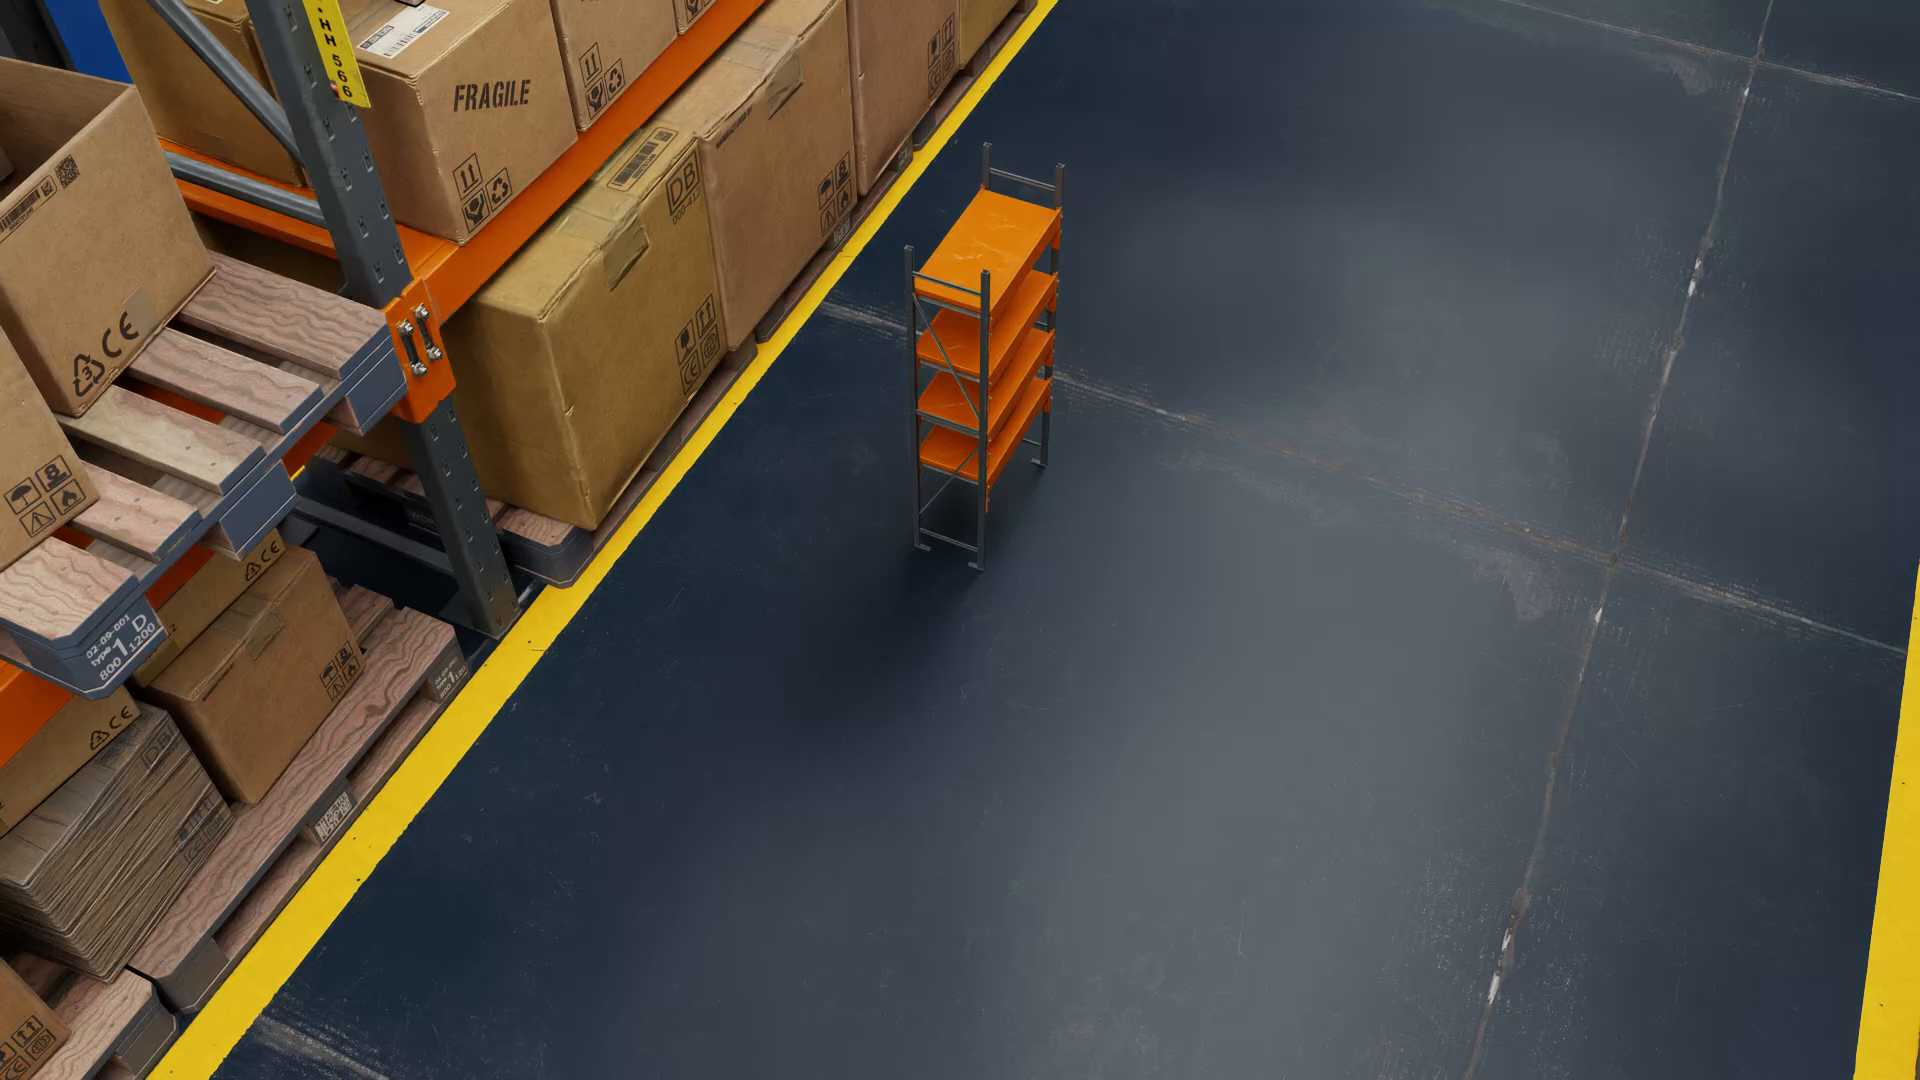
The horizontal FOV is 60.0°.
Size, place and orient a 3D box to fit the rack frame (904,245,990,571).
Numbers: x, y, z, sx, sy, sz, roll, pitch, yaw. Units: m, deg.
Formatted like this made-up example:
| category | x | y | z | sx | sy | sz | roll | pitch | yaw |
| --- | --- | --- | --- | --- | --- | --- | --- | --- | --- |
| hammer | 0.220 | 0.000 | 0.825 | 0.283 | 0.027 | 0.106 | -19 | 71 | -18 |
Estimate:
| category | x | y | z | sx | sy | sz | roll | pitch | yaw |
| --- | --- | --- | --- | --- | --- | --- | --- | --- | --- |
| rack frame | -0.034 | -0.335 | 4.747 | 0.240 | 1.200 | 0.015 | 20 | 52 | 16 |

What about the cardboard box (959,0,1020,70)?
| category | x | y | z | sx | sy | sz | roll | pitch | yaw |
| --- | --- | --- | --- | --- | --- | --- | --- | --- | --- |
| cardboard box | -0.354 | -2.625 | 6.633 | 1.225 | 0.875 | 0.875 | 20 | 52 | 16 |

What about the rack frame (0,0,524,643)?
| category | x | y | z | sx | sy | sz | roll | pitch | yaw |
| --- | --- | --- | --- | --- | --- | --- | --- | --- | --- |
| rack frame | -1.807 | -0.870 | 4.021 | 1.000 | 3.000 | 0.127 | 20 | 52 | 16 |

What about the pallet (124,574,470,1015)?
| category | x | y | z | sx | sy | sz | roll | pitch | yaw |
| --- | --- | --- | --- | --- | --- | --- | --- | --- | --- |
| pallet | -2.142 | 0.571 | 4.625 | 1.003 | 0.211 | 1.213 | 20 | 52 | 16 |

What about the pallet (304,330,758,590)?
| category | x | y | z | sx | sy | sz | roll | pitch | yaw |
| --- | --- | --- | --- | --- | --- | --- | --- | --- | --- |
| pallet | -1.402 | -0.485 | 5.524 | 1.003 | 0.211 | 1.213 | 20 | 52 | 16 |

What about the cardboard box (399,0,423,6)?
| category | x | y | z | sx | sy | sz | roll | pitch | yaw |
| --- | --- | --- | --- | --- | --- | --- | --- | --- | --- |
| cardboard box | -1.480 | -1.726 | 4.025 | 0.797 | 0.503 | 0.637 | 21 | 53 | 17 |

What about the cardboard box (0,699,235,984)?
| category | x | y | z | sx | sy | sz | roll | pitch | yaw |
| --- | --- | --- | --- | --- | --- | --- | --- | --- | --- |
| cardboard box | -2.301 | 0.651 | 4.079 | 0.700 | 0.500 | 0.500 | 16 | 51 | 13 |

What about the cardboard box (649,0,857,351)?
| category | x | y | z | sx | sy | sz | roll | pitch | yaw |
| --- | --- | --- | --- | --- | --- | --- | --- | --- | --- |
| cardboard box | -1.106 | -1.397 | 5.589 | 1.225 | 0.875 | 0.875 | 20 | 52 | 16 |

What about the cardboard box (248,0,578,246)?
| category | x | y | z | sx | sy | sz | roll | pitch | yaw |
| --- | --- | --- | --- | --- | --- | --- | --- | --- | --- |
| cardboard box | -1.354 | -1.149 | 4.192 | 0.500 | 0.500 | 0.500 | 21 | 53 | 17 |

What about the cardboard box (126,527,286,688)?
| category | x | y | z | sx | sy | sz | roll | pitch | yaw |
| --- | --- | --- | --- | --- | --- | --- | --- | --- | --- |
| cardboard box | -2.066 | 0.026 | 4.119 | 0.500 | 0.250 | 0.500 | 22 | 53 | 18 |

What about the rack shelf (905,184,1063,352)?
| category | x | y | z | sx | sy | sz | roll | pitch | yaw |
| --- | --- | --- | --- | --- | --- | --- | --- | --- | --- |
| rack shelf | 0.071 | -0.757 | 4.591 | 0.258 | 0.148 | 0.480 | 20 | 52 | 16 |

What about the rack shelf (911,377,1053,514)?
| category | x | y | z | sx | sy | sz | roll | pitch | yaw |
| --- | --- | --- | --- | --- | --- | --- | --- | --- | --- |
| rack shelf | 0.071 | -0.331 | 5.092 | 0.258 | 0.148 | 0.480 | 20 | 52 | 16 |

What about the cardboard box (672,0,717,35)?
| category | x | y | z | sx | sy | sz | roll | pitch | yaw |
| --- | --- | --- | --- | --- | --- | --- | --- | --- | --- |
| cardboard box | -0.920 | -1.858 | 4.796 | 0.500 | 0.500 | 0.500 | 19 | 52 | 15 |

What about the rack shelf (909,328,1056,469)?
| category | x | y | z | sx | sy | sz | roll | pitch | yaw |
| --- | --- | --- | --- | --- | --- | --- | --- | --- | --- |
| rack shelf | 0.071 | -0.459 | 4.941 | 0.258 | 0.148 | 0.480 | 20 | 52 | 16 |

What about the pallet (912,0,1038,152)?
| category | x | y | z | sx | sy | sz | roll | pitch | yaw |
| --- | --- | --- | --- | --- | --- | --- | --- | --- | --- |
| pallet | -0.360 | -2.165 | 6.954 | 1.003 | 0.211 | 1.213 | 20 | 52 | 16 |

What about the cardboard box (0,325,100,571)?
| category | x | y | z | sx | sy | sz | roll | pitch | yaw |
| --- | --- | --- | --- | --- | --- | --- | --- | --- | --- |
| cardboard box | -2.150 | -0.237 | 3.141 | 0.700 | 0.500 | 0.500 | 27 | 55 | 21 |

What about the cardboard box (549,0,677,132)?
| category | x | y | z | sx | sy | sz | roll | pitch | yaw |
| --- | --- | --- | --- | --- | --- | --- | --- | --- | --- |
| cardboard box | -1.135 | -1.505 | 4.495 | 0.500 | 0.500 | 0.500 | 19 | 52 | 15 |

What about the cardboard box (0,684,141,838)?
| category | x | y | z | sx | sy | sz | roll | pitch | yaw |
| --- | --- | --- | --- | --- | --- | --- | --- | --- | --- |
| cardboard box | -2.284 | 0.394 | 3.805 | 0.500 | 0.250 | 0.500 | 25 | 54 | 20 |

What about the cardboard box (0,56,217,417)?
| category | x | y | z | sx | sy | sz | roll | pitch | yaw |
| --- | --- | --- | --- | --- | --- | --- | --- | --- | --- |
| cardboard box | -2.002 | -0.654 | 3.495 | 0.500 | 0.500 | 0.500 | 14 | 51 | 12 |

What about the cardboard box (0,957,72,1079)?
| category | x | y | z | sx | sy | sz | roll | pitch | yaw |
| --- | --- | --- | --- | --- | --- | --- | --- | --- | --- |
| cardboard box | -2.537 | 1.044 | 3.745 | 0.700 | 0.500 | 0.500 | 24 | 54 | 19 |

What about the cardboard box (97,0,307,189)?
| category | x | y | z | sx | sy | sz | roll | pitch | yaw |
| --- | --- | --- | --- | --- | --- | --- | --- | --- | --- |
| cardboard box | -1.820 | -1.323 | 4.340 | 0.500 | 0.500 | 0.500 | 21 | 53 | 17 |

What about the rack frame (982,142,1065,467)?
| category | x | y | z | sx | sy | sz | roll | pitch | yaw |
| --- | --- | --- | --- | --- | --- | --- | --- | --- | --- |
| rack frame | 0.175 | -0.671 | 5.033 | 0.240 | 1.200 | 0.015 | 20 | 52 | 16 |

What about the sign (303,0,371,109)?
| category | x | y | z | sx | sy | sz | roll | pitch | yaw |
| --- | --- | --- | --- | --- | --- | --- | --- | --- | --- |
| sign | -1.313 | -1.050 | 3.465 | 0.100 | 0.325 | 0.005 | 20 | 52 | 16 |

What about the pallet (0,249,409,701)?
| category | x | y | z | sx | sy | sz | roll | pitch | yaw |
| --- | --- | --- | --- | --- | --- | --- | --- | --- | --- |
| pallet | -2.015 | -0.283 | 3.647 | 1.213 | 0.211 | 1.003 | 20 | 52 | 16 |

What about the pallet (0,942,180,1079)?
| category | x | y | z | sx | sy | sz | roll | pitch | yaw |
| --- | --- | --- | --- | --- | --- | --- | --- | --- | --- |
| pallet | -2.665 | 1.408 | 3.913 | 1.003 | 0.211 | 1.213 | 20 | 52 | 16 |

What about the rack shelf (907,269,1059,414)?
| category | x | y | z | sx | sy | sz | roll | pitch | yaw |
| --- | --- | --- | --- | --- | --- | --- | --- | --- | --- |
| rack shelf | 0.071 | -0.604 | 4.771 | 0.258 | 0.148 | 0.480 | 20 | 52 | 16 |

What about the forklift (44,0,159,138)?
| category | x | y | z | sx | sy | sz | roll | pitch | yaw |
| --- | --- | --- | --- | --- | --- | --- | --- | --- | --- |
| forklift | -4.298 | -2.037 | 5.059 | 3.031 | 2.935 | 1.130 | -27 | 55 | -21 |

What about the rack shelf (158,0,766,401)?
| category | x | y | z | sx | sy | sz | roll | pitch | yaw |
| --- | --- | --- | --- | --- | --- | --- | --- | --- | --- |
| rack shelf | -0.953 | -2.014 | 5.467 | 1.077 | 0.370 | 4.000 | 20 | 52 | 16 |

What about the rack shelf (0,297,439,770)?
| category | x | y | z | sx | sy | sz | roll | pitch | yaw |
| --- | --- | --- | --- | --- | --- | --- | --- | --- | --- |
| rack shelf | -2.662 | 0.740 | 3.123 | 1.077 | 0.370 | 4.000 | 20 | 52 | 16 |

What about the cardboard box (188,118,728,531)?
| category | x | y | z | sx | sy | sz | roll | pitch | yaw |
| --- | --- | --- | --- | --- | --- | --- | --- | --- | --- |
| cardboard box | -1.494 | -0.786 | 5.069 | 1.225 | 0.875 | 0.875 | 18 | 52 | 14 |

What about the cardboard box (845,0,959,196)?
| category | x | y | z | sx | sy | sz | roll | pitch | yaw |
| --- | --- | --- | --- | --- | --- | --- | --- | --- | --- |
| cardboard box | -0.735 | -2.009 | 6.109 | 1.225 | 0.875 | 0.875 | 18 | 52 | 15 |

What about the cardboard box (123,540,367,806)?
| category | x | y | z | sx | sy | sz | roll | pitch | yaw |
| --- | --- | --- | --- | --- | --- | --- | --- | --- | --- |
| cardboard box | -2.075 | 0.265 | 4.407 | 0.700 | 0.500 | 0.500 | 17 | 52 | 14 |

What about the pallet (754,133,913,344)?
| category | x | y | z | sx | sy | sz | roll | pitch | yaw |
| --- | --- | --- | --- | --- | --- | --- | --- | --- | --- |
| pallet | -0.880 | -1.322 | 6.236 | 1.003 | 0.211 | 1.213 | 20 | 52 | 16 |

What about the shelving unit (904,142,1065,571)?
| category | x | y | z | sx | sy | sz | roll | pitch | yaw |
| --- | --- | --- | --- | --- | --- | --- | --- | --- | --- |
| shelving unit | 0.071 | -0.503 | 4.890 | 0.258 | 1.200 | 0.503 | 20 | 52 | 16 |
